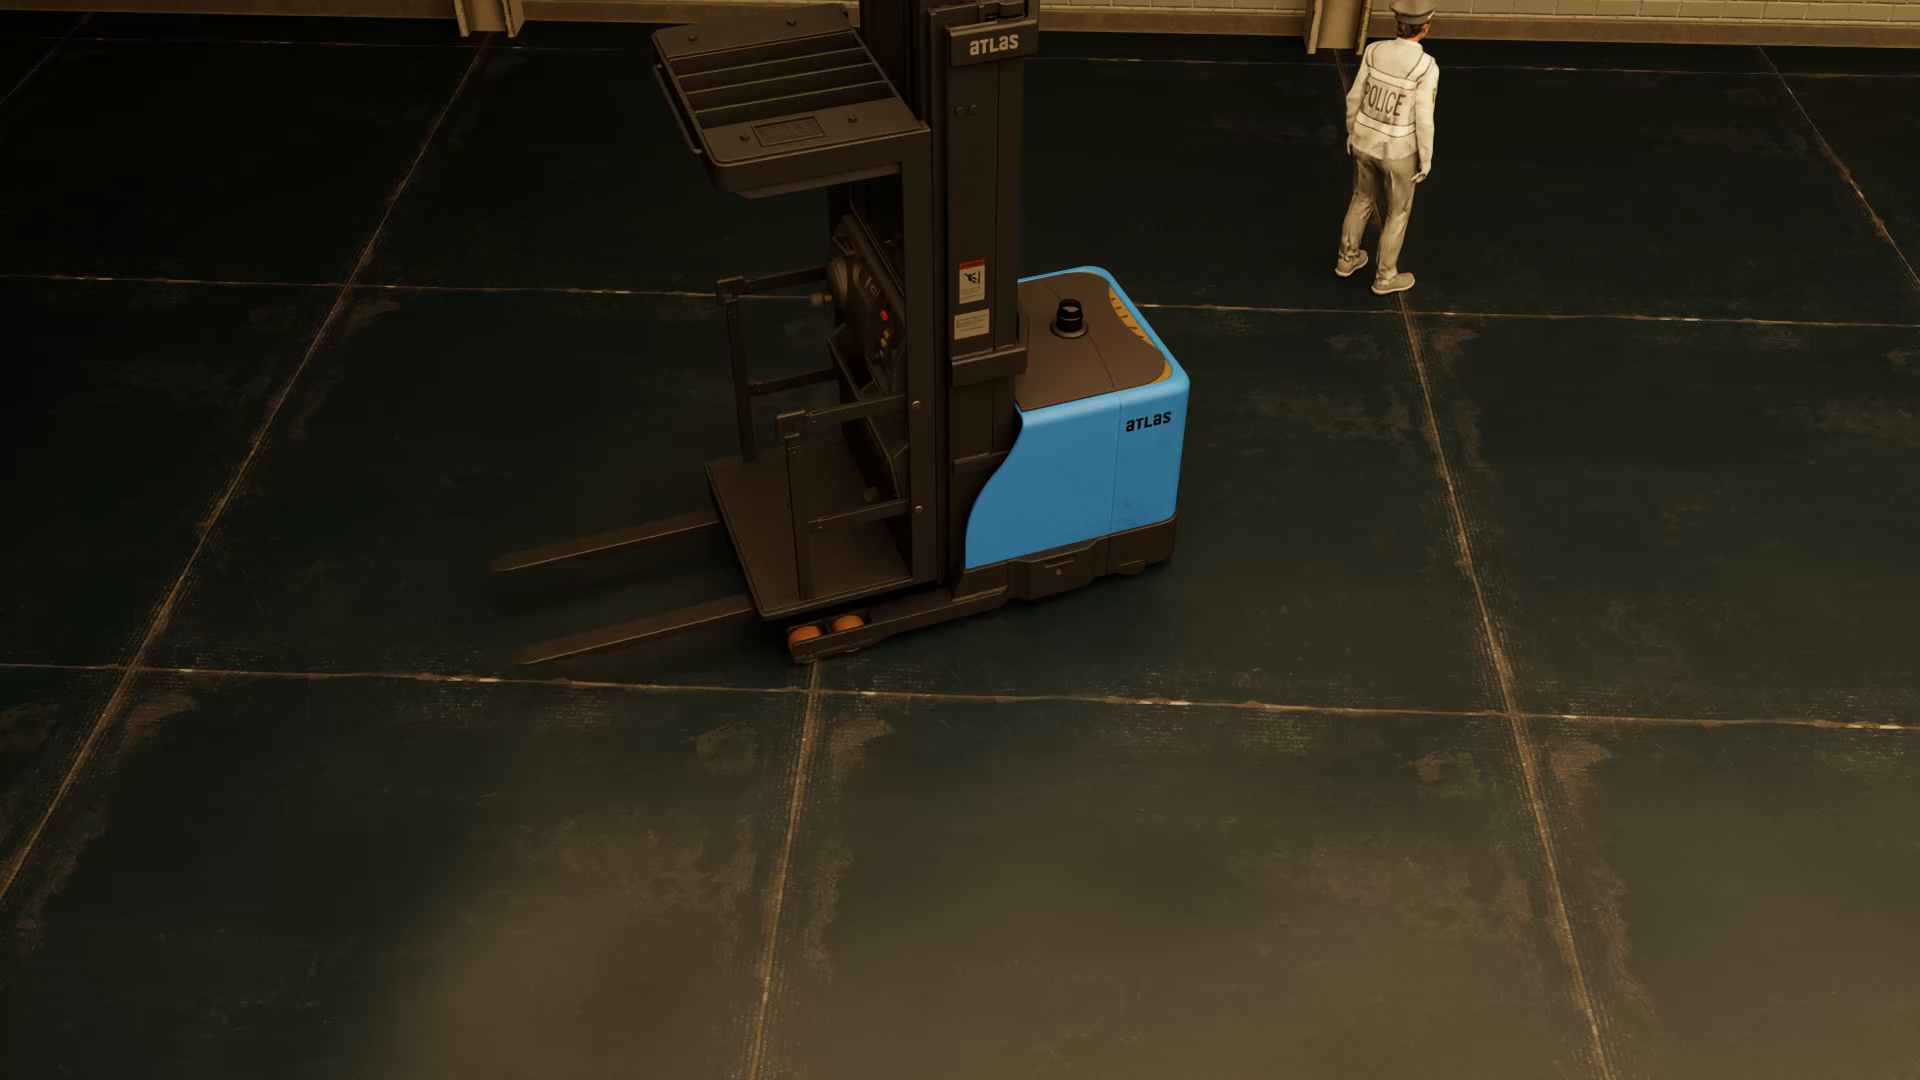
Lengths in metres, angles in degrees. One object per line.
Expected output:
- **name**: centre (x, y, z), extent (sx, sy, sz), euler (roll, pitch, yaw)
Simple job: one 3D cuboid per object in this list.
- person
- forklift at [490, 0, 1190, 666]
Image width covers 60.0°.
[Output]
- **person**: centre (2.320, -2.131, 9.019), extent (0.535, 1.662, 0.374), euler (34, 52, 31)
- **forklift**: centre (-0.573, -0.945, 6.778), extent (3.031, 2.935, 1.130), euler (-13, 44, -14)
